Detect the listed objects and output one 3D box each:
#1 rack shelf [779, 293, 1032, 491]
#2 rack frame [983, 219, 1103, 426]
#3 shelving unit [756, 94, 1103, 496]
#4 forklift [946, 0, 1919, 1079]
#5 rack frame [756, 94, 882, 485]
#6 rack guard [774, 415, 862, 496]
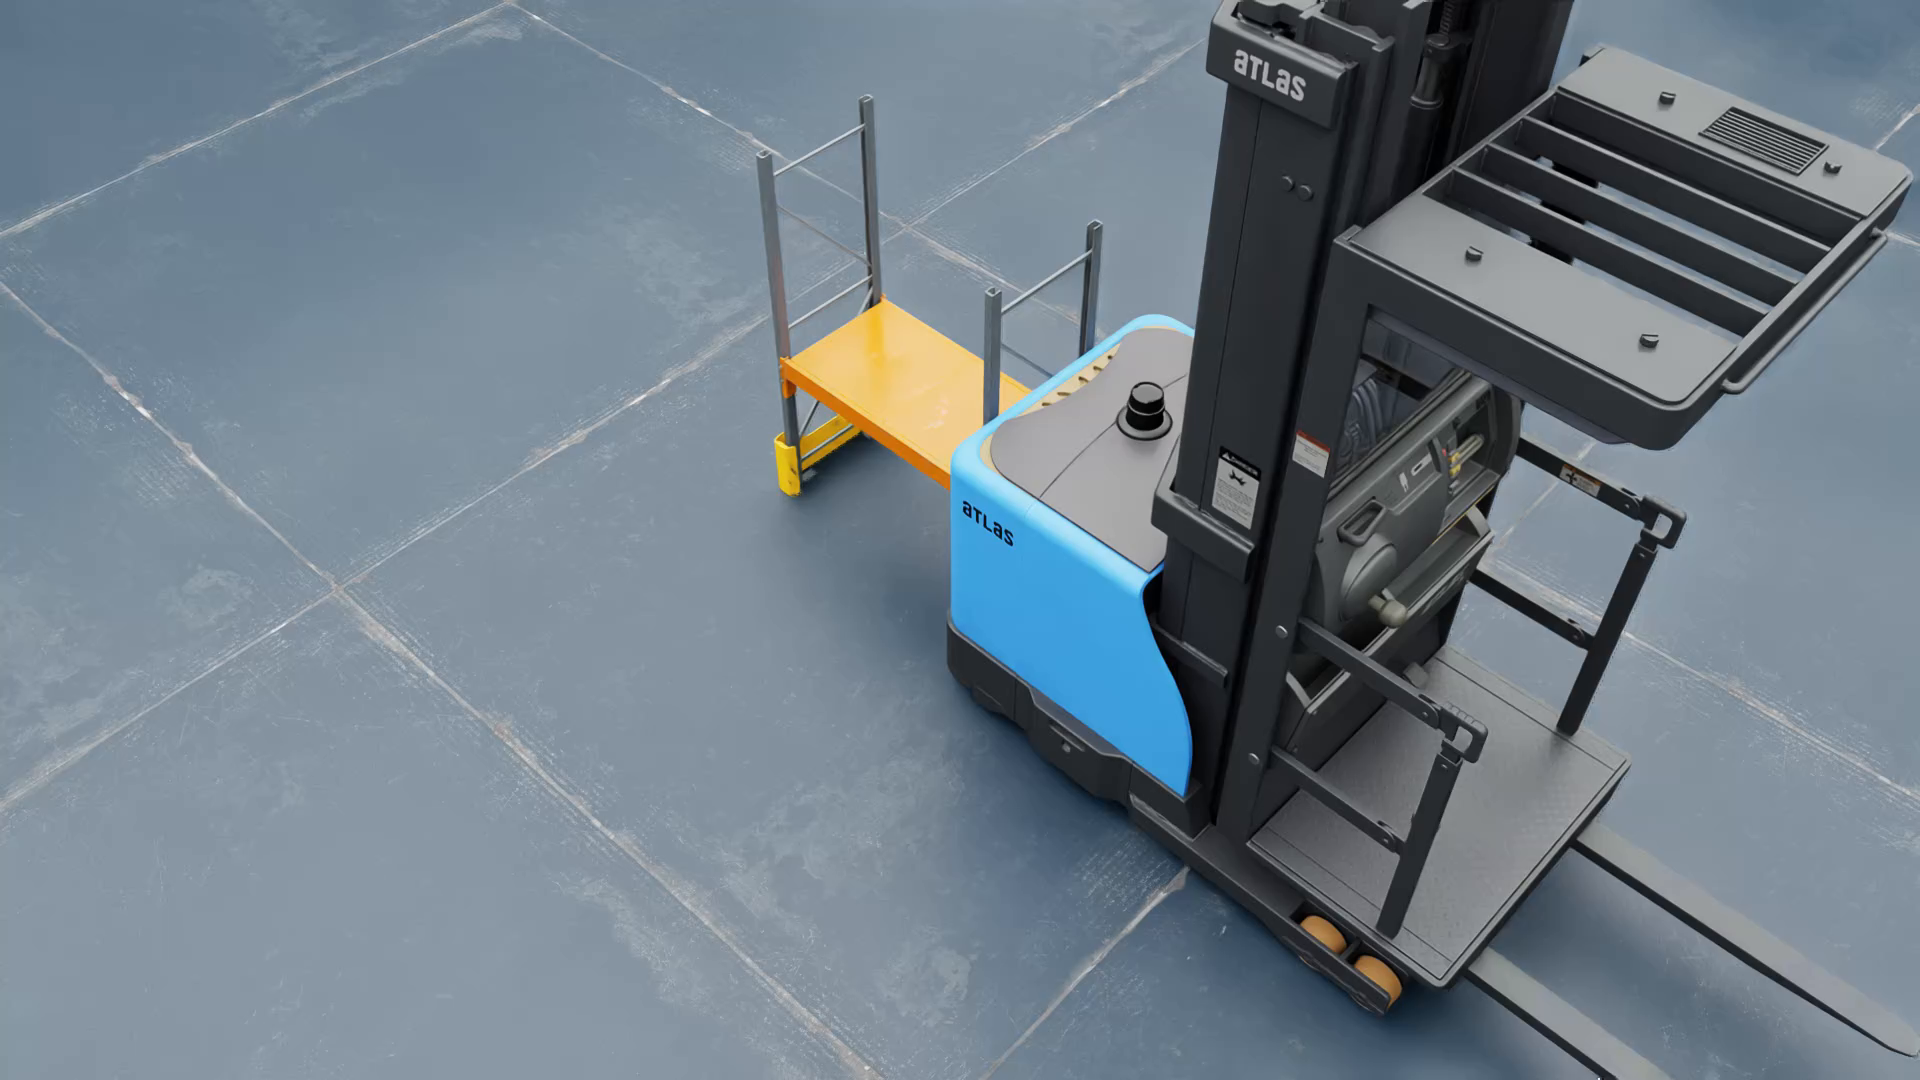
[{"bbox_3d":[-0.109,-0.472,5.911,1.000,0.185,0.538,35,56,28],"label":"rack shelf"},{"bbox_3d":[0.256,-0.337,5.538,0.032,1.500,0.500,35,56,28],"label":"rack frame"},{"bbox_3d":[-0.116,-0.600,5.784,1.083,1.500,0.587,35,56,28],"label":"shelving unit"},{"bbox_3d":[1.364,-0.042,4.279,3.031,2.935,1.130,35,56,28],"label":"forklift"},{"bbox_3d":[-0.475,-0.853,6.022,0.032,1.500,0.500,35,56,28],"label":"rack frame"},{"bbox_3d":[-0.474,-0.424,6.477,0.087,0.250,0.587,35,56,28],"label":"rack guard"}]
